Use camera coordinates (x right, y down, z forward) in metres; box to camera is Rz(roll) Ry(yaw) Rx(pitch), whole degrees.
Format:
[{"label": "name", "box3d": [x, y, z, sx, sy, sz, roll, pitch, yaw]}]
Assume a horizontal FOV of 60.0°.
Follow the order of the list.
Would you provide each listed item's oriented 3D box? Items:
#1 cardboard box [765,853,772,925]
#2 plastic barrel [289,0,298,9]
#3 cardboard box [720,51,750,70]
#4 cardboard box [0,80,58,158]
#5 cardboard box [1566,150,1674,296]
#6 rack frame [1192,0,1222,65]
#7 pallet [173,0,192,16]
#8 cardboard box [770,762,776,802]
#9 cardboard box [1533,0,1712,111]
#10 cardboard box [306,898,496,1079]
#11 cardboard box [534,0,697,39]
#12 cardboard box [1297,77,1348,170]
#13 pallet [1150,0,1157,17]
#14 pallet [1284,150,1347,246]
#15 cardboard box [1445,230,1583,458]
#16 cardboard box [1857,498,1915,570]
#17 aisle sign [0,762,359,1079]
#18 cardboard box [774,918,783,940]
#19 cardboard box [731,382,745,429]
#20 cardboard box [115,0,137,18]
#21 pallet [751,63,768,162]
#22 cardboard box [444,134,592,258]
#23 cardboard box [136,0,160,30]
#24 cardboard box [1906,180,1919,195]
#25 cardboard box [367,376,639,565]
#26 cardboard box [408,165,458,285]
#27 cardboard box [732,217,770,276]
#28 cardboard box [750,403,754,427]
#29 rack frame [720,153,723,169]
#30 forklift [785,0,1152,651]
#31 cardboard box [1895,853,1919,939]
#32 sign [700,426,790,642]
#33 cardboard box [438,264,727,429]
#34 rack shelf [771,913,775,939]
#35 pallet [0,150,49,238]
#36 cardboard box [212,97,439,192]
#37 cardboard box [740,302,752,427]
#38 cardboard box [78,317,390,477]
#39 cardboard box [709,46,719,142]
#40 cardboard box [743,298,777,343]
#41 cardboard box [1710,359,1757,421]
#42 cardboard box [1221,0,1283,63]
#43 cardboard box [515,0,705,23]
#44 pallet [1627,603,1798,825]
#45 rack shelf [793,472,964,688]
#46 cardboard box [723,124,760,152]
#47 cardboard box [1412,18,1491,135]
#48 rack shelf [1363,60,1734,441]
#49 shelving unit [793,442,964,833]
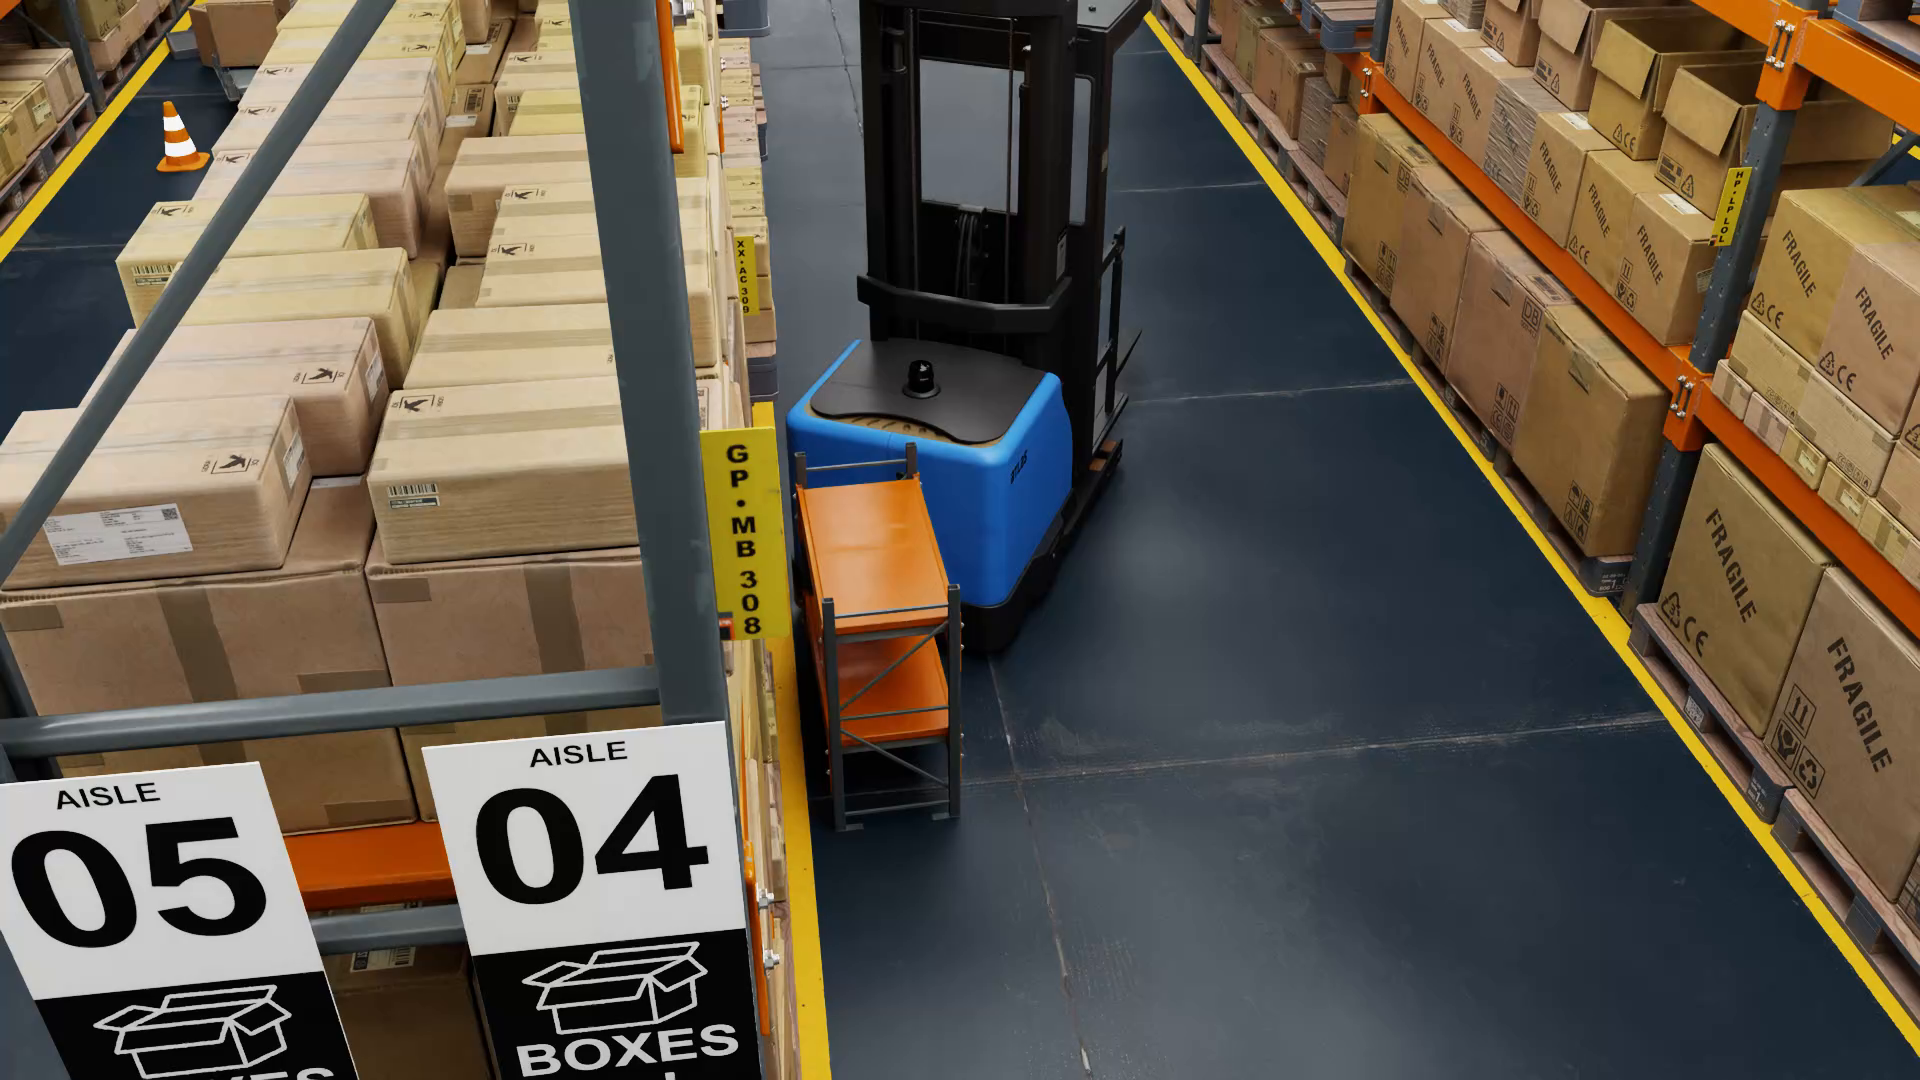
[{"label": "cardboard box", "box3d": [-0.701, 0.907, 3.902, 0.500, 0.500, 0.500, -4, 35, -6]}, {"label": "plastic barrel", "box3d": [-6.082, -4.755, 14.852, 0.512, 0.421, 0.421, 20, 39, 26]}, {"label": "cardboard box", "box3d": [-1.240, -2.331, 8.329, 0.380, 0.149, 0.250, -4, 35, -6]}, {"label": "cardboard box", "box3d": [-7.149, -3.020, 11.978, 0.950, 0.372, 0.625, -2, 34, -3]}, {"label": "cardboard box", "box3d": [3.180, -1.470, 7.655, 0.500, 0.500, 0.500, -3, 34, -5]}, {"label": "rack frame", "box3d": [2.498, -5.376, 13.475, 1.000, 3.000, 0.127, -4, 35, -6]}, {"label": "pallet", "box3d": [-7.776, -5.207, 15.703, 1.003, 0.211, 1.213, -4, 35, -6]}, {"label": "cardboard box", "box3d": [-0.913, 0.899, 6.426, 0.380, 0.149, 0.250, -5, 35, -8]}, {"label": "cardboard box", "box3d": [3.300, -2.453, 8.206, 0.797, 0.503, 0.637, -3, 34, -5]}, {"label": "cardboard box", "box3d": [-1.125, 0.826, 3.134, 0.500, 0.500, 0.500, -5, 35, -7]}, {"label": "cardboard box", "box3d": [-0.842, -1.268, 4.118, 0.380, 0.149, 0.250, -5, 35, -7]}, {"label": "cardboard box", "box3d": [2.838, -2.974, 11.779, 0.700, 0.500, 0.500, -7, 35, -10]}, {"label": "pallet", "box3d": [2.205, -5.278, 15.808, 1.003, 0.211, 1.213, -4, 35, -6]}, {"label": "pallet", "box3d": [2.932, -2.428, 11.625, 1.003, 0.211, 1.213, -4, 35, -6]}, {"label": "cardboard box", "box3d": [3.347, -1.061, 8.658, 1.225, 0.875, 0.875, -6, 35, -8]}, {"label": "cardboard box", "box3d": [3.427, -0.035, 5.860, 0.380, 0.149, 0.250, -5, 35, -7]}, {"label": "aisle sign", "box3d": [-1.104, 0.629, 2.355, 0.394, 0.787, 0.004, -4, 35, -6]}, {"label": "cardboard box", "box3d": [-0.747, 1.347, 5.240, 0.380, 0.149, 0.250, -4, 34, -6]}, {"label": "cardboard box", "box3d": [-0.808, -0.065, 4.442, 0.500, 0.500, 0.500, -5, 35, -8]}, {"label": "cardboard box", "box3d": [-7.218, -4.620, 13.769, 0.500, 0.500, 0.500, -3, 34, -4]}, {"label": "pallet", "box3d": [-1.691, -2.356, 9.213, 1.213, 0.211, 1.003, -4, 35, -6]}, {"label": "cardboard box", "box3d": [-0.787, -0.679, 3.255, 0.380, 0.149, 0.250, -3, 34, -5]}, {"label": "cardboard box", "box3d": [-7.291, -4.605, 14.413, 0.500, 0.250, 0.500, -5, 35, -7]}, {"label": "cardboard box", "box3d": [3.900, -1.046, 6.325, 0.500, 0.500, 0.500, -3, 34, -5]}, {"label": "cardboard box", "box3d": [-0.635, -0.107, 2.415, 0.380, 0.149, 0.250, -5, 35, -7]}, {"label": "cardboard box", "box3d": [-1.267, -0.554, 3.424, 0.500, 0.250, 0.500, -4, 34, -6]}, {"label": "cardboard box", "box3d": [-0.952, -1.163, 6.614, 0.380, 0.149, 0.250, -3, 34, -4]}, {"label": "cardboard box", "box3d": [-1.264, -0.461, 8.109, 0.500, 0.500, 0.500, -3, 34, -4]}, {"label": "rack frame", "box3d": [-1.355, -0.592, 6.456, 1.000, 3.000, 0.127, -4, 35, -6]}, {"label": "forklift", "box3d": [0.217, -1.542, 7.910, 1.130, 2.935, 3.031, 12, 36, 17]}, {"label": "cardboard box", "box3d": [3.824, 1.166, 5.389, 0.875, 0.875, 0.875, -4, 35, -6]}, {"label": "sign", "box3d": [-0.279, -0.002, 2.150, 0.100, 0.325, 0.005, -4, 35, -6]}, {"label": "cardboard box", "box3d": [-0.690, -0.300, 3.053, 0.500, 0.250, 0.500, -5, 35, -7]}, {"label": "rack shelf", "box3d": [-1.086, 0.821, 5.021, 1.077, 0.370, 4.000, -4, 35, -6]}, {"label": "pallet", "box3d": [-7.049, -2.356, 11.520, 1.003, 0.211, 1.213, -4, 35, -6]}, {"label": "cardboard box", "box3d": [-1.294, -0.790, 3.417, 0.380, 0.149, 0.250, -4, 34, -5]}, {"label": "cardboard box", "box3d": [-1.010, -0.508, 5.979, 0.500, 0.500, 0.500, -4, 35, -6]}, {"label": "cardboard box", "box3d": [-1.110, -0.216, 2.575, 0.380, 0.149, 0.250, -4, 34, -6]}, {"label": "cardboard box", "box3d": [-0.966, -1.237, 4.871, 0.500, 0.250, 0.500, -4, 35, -7]}, {"label": "cardboard box", "box3d": [-0.952, -0.917, 6.782, 0.380, 0.149, 0.250, -6, 35, -9]}, {"label": "cardboard box", "box3d": [3.284, -0.618, 6.716, 0.380, 0.149, 0.250, -4, 35, -6]}, {"label": "cardboard box", "box3d": [2.559, -4.181, 13.550, 0.700, 0.500, 0.500, -7, 35, -10]}, {"label": "cardboard box", "box3d": [-0.982, -1.447, 4.735, 0.500, 0.250, 0.500, -6, 35, -8]}, {"label": "pallet", "box3d": [3.598, 0.671, 7.078, 1.003, 0.211, 1.213, -4, 35, -6]}, {"label": "rack shelf", "box3d": [-0.336, 0.133, 6.536, 0.538, 0.278, 1.000, -6, 35, -8]}, {"label": "cardboard box", "box3d": [-1.094, -1.743, 7.466, 0.380, 0.149, 0.250, -5, 35, -7]}, {"label": "cardboard box", "box3d": [2.903, -2.606, 9.321, 0.500, 0.500, 0.500, -5, 35, -8]}, {"label": "rack shelf", "box3d": [3.305, -1.730, 8.765, 1.077, 0.370, 4.000, -4, 35, -6]}, {"label": "shelving unit", "box3d": [-0.336, 0.375, 6.701, 0.538, 1.125, 1.048, -6, 35, -8]}]
